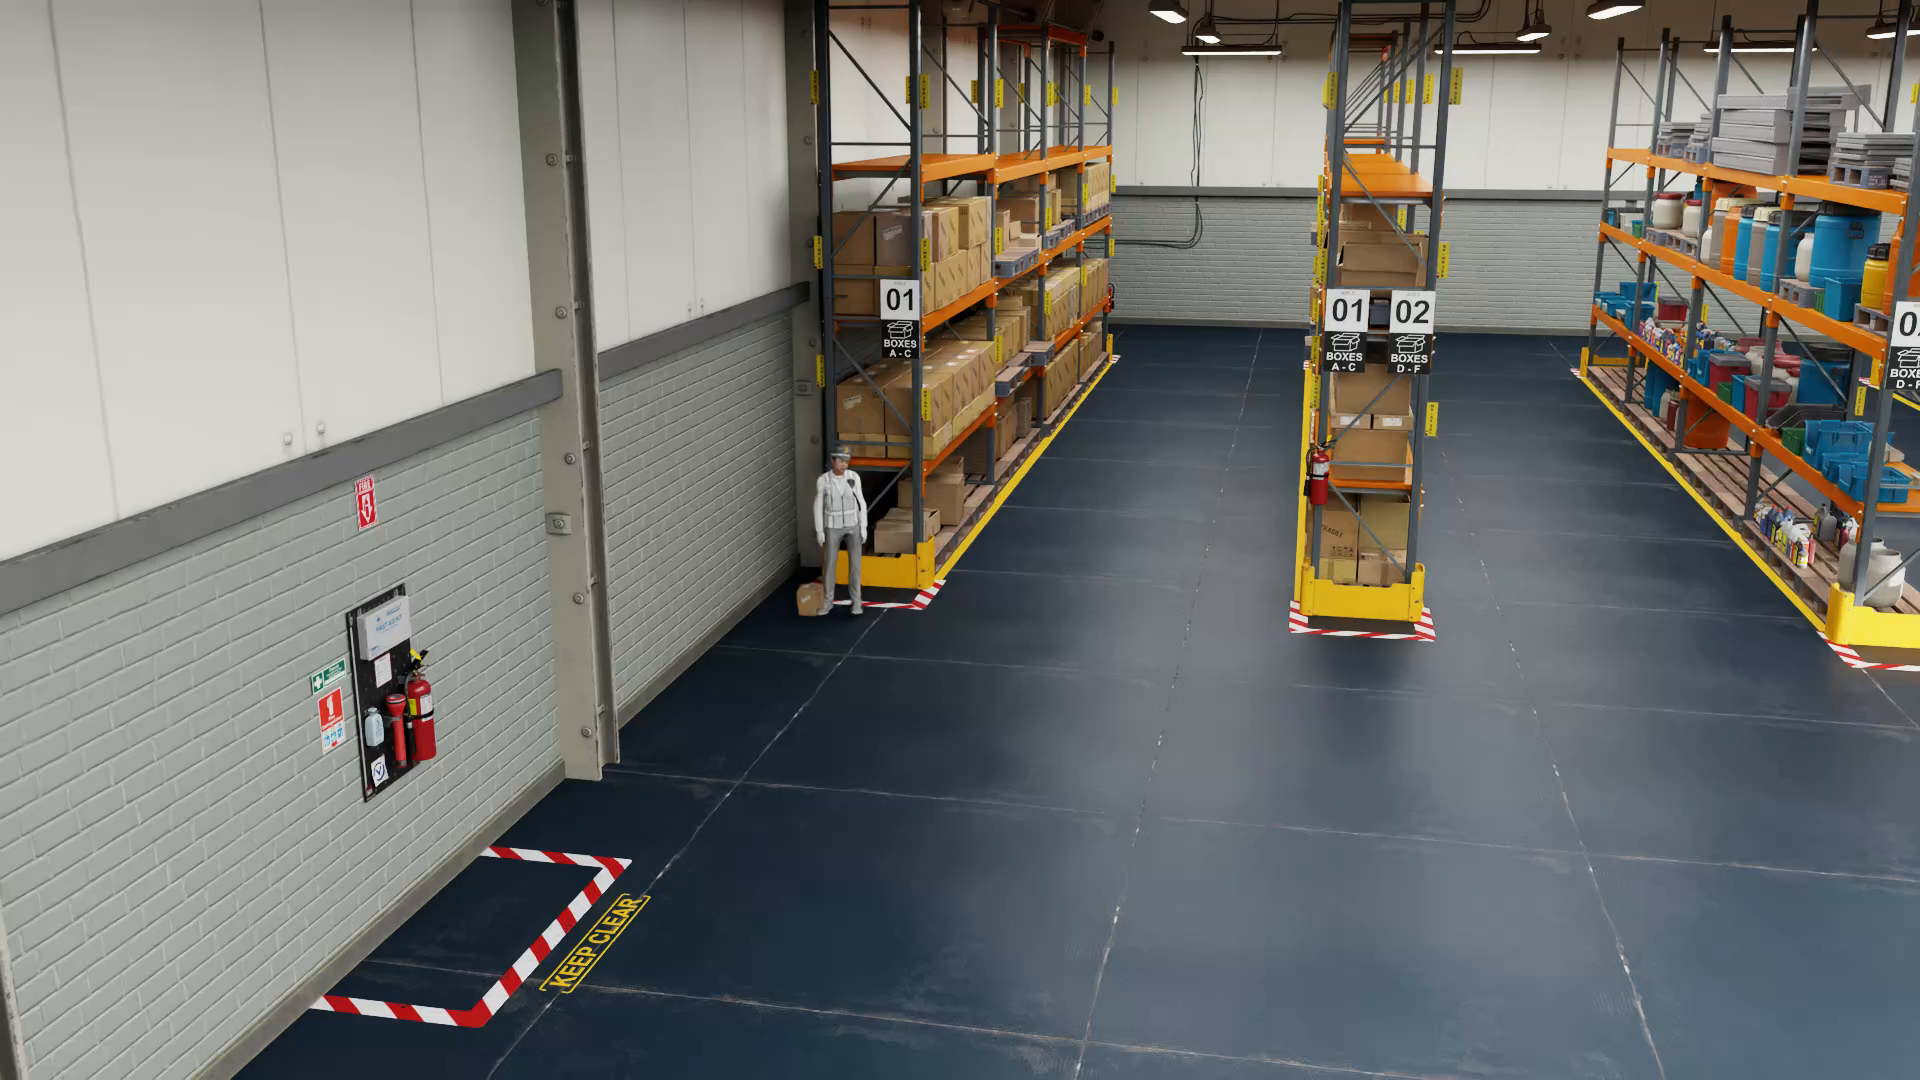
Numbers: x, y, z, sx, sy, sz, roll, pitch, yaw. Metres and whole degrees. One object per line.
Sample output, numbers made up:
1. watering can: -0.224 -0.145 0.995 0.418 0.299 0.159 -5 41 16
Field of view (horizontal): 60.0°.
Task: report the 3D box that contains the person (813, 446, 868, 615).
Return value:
1. person: -1.164 -0.092 16.229 0.527 1.687 0.437 -3 15 -11
